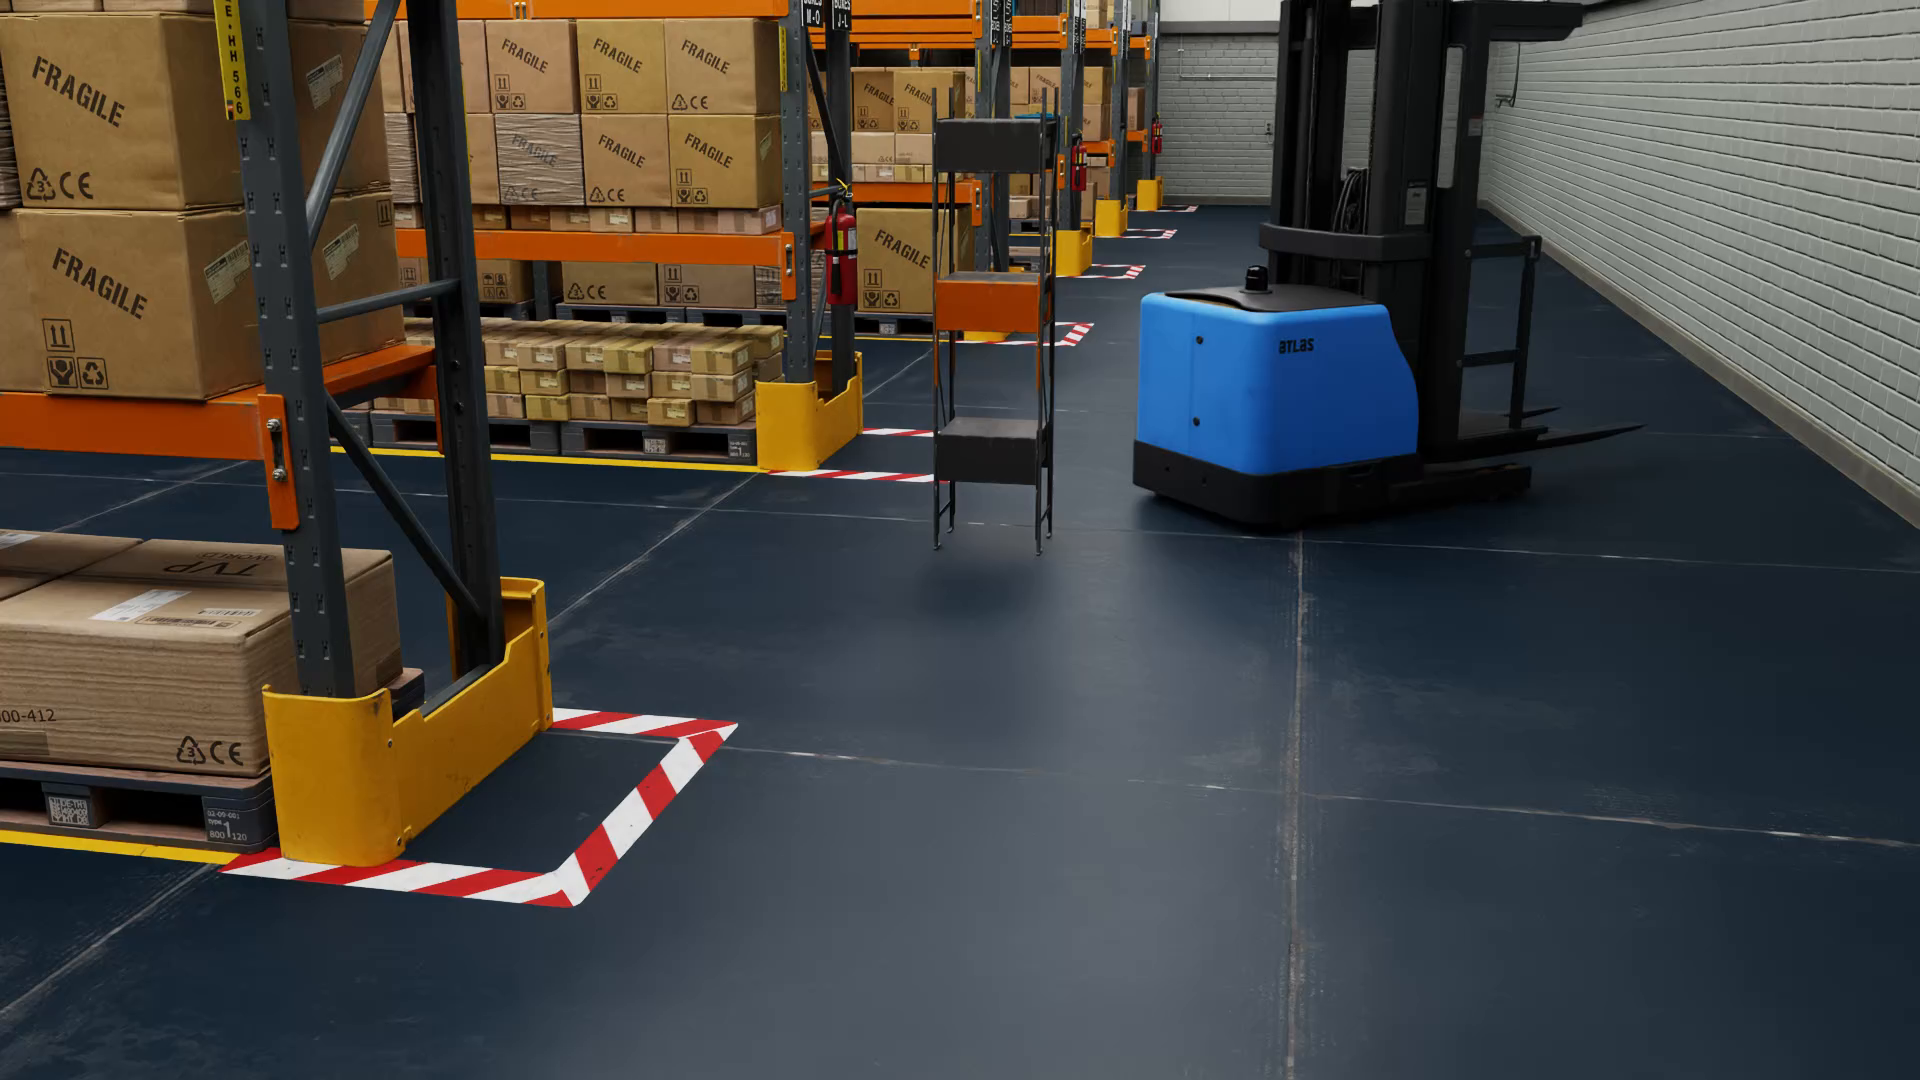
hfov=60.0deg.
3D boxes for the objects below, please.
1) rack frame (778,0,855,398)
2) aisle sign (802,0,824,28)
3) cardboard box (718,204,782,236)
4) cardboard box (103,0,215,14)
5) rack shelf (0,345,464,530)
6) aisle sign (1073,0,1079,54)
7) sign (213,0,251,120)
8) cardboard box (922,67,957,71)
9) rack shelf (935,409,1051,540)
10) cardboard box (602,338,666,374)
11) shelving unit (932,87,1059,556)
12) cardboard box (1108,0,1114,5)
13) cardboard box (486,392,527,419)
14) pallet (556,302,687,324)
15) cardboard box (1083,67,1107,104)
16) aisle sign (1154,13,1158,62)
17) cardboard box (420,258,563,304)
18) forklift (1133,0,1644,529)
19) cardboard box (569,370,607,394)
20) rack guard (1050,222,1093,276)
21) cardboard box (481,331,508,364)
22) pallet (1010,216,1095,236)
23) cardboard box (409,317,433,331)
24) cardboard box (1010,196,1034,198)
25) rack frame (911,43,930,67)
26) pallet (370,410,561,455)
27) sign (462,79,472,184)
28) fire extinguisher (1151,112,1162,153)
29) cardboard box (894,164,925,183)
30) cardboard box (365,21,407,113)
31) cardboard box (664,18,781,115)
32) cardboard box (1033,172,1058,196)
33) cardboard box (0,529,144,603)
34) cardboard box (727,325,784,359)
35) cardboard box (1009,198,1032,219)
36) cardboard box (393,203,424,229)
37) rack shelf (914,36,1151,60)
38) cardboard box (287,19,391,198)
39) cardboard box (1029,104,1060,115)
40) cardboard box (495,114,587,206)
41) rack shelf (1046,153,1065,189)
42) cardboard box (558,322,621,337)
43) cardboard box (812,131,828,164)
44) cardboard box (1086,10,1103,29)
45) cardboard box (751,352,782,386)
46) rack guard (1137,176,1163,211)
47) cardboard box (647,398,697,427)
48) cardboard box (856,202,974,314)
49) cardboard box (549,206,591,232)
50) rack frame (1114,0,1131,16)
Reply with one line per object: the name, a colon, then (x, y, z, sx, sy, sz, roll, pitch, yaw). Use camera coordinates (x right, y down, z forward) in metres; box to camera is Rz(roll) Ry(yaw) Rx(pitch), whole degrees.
rack frame: (-0.807, -1.986, 9.541, 0.127, 3.000, 1.000, 3, 16, 11)
aisle sign: (-0.795, -3.156, 8.897, 0.004, 0.787, 0.394, 3, 16, 11)
cardboard box: (-1.183, -1.808, 9.370, 0.250, 0.149, 0.380, 3, 16, 11)
cardboard box: (-2.086, -1.495, 4.493, 0.250, 0.149, 0.380, 3, 16, 12)
rack shelf: (-3.654, -0.445, 5.327, 4.000, 0.370, 1.077, 3, 16, 11)
aisle sign: (1.280, -5.746, 18.246, 0.004, 0.787, 0.394, 3, 16, 11)
sign: (-1.816, -1.216, 4.151, 0.005, 0.325, 0.100, 3, 16, 11)
cardboard box: (-0.247, -6.458, 23.628, 0.500, 0.500, 0.500, 3, 16, 9)
rack shelf: (0.162, -0.315, 7.870, 0.480, 0.518, 0.431, 3, 16, 11)
cardboard box: (-1.890, -1.072, 9.681, 0.250, 0.149, 0.380, 3, 16, 10)
shelving unit: (0.162, -1.003, 7.680, 0.503, 2.100, 0.431, 3, 16, 11)
cardboard box: (2.470, -9.118, 27.572, 0.500, 0.500, 0.500, 3, 16, 11)
cardboard box: (-2.649, -0.838, 9.952, 0.250, 0.149, 0.380, 3, 16, 12)
pallet: (-2.910, -2.086, 15.126, 1.213, 0.211, 1.003, 3, 16, 11)
cardboard box: (1.767, -6.351, 23.240, 0.500, 0.500, 0.500, 3, 16, 11)
aisle sign: (3.252, -8.336, 27.595, 0.004, 0.787, 0.394, 3, 16, 11)
cardboard box: (-4.270, -2.698, 15.306, 0.875, 0.875, 1.225, 3, 16, 11)
forklift: (2.450, -1.733, 8.758, 3.031, 2.935, 1.130, -9, 18, -29)
cardboard box: (-2.133, -0.979, 9.905, 0.250, 0.149, 0.380, 3, 16, 10)
rack guard: (1.294, -3.371, 19.225, 0.348, 0.500, 1.175, 3, 16, 11)
cardboard box: (-2.904, -1.151, 9.968, 0.250, 0.149, 0.380, 3, 16, 11)
pallet: (1.402, -4.571, 24.100, 1.213, 0.211, 1.003, 3, 16, 11)
cardboard box: (-3.300, -1.324, 10.591, 0.250, 0.149, 0.380, 2, 16, 8)
cardboard box: (0.802, -4.912, 24.433, 0.500, 0.250, 0.500, 3, 16, 11)
rack frame: (-0.678, -7.378, 29.008, 0.127, 3.000, 1.000, 3, 16, 11)
pallet: (-2.862, -0.764, 10.354, 1.213, 0.211, 1.003, 3, 16, 11)
sign: (-1.578, -1.286, 5.244, 0.005, 0.325, 0.100, 3, 16, 11)
fire extinguisher: (3.298, -6.819, 27.835, 0.183, 0.674, 0.296, 3, 16, 11)
cardboard box: (-0.389, -3.103, 14.045, 0.250, 0.149, 0.380, 3, 16, 12)
cardboard box: (-3.334, -2.726, 9.595, 0.500, 0.500, 0.500, 3, 16, 12)
cardboard box: (-1.305, -2.618, 9.208, 0.500, 0.500, 0.500, 3, 16, 10)
cardboard box: (1.552, -6.227, 28.749, 0.500, 0.500, 0.700, 3, 16, 9)
cardboard box: (-3.260, 0.292, 5.333, 0.875, 0.438, 0.875, 4, 16, 13)
cardboard box: (-1.253, -1.218, 10.208, 0.250, 0.149, 0.380, 2, 16, 9)
cardboard box: (0.751, -4.779, 23.951, 0.500, 0.250, 0.500, 3, 16, 11)
cardboard box: (-3.214, -1.919, 9.773, 0.250, 0.149, 0.380, 4, 16, 14)
rack shelf: (1.282, -8.370, 28.319, 4.000, 0.370, 1.077, 3, 16, 11)
cardboard box: (-2.108, -1.315, 5.061, 0.500, 0.500, 0.500, 3, 16, 10)
cardboard box: (1.256, -5.897, 23.472, 0.500, 0.500, 0.500, 3, 16, 12)
cardboard box: (-2.301, -2.187, 9.524, 0.500, 0.500, 0.500, 3, 16, 11)
rack shelf: (-0.692, -4.333, 19.364, 4.000, 0.370, 1.077, 3, 16, 11)
cardboard box: (-2.298, -1.256, 10.348, 0.250, 0.149, 0.380, 4, 16, 13)
cardboard box: (-1.243, -3.359, 14.224, 0.500, 0.250, 0.500, 3, 16, 9)
cardboard box: (1.702, -7.201, 23.030, 0.500, 0.250, 0.500, 3, 16, 11)
cardboard box: (-1.269, -1.052, 10.169, 0.250, 0.149, 0.380, 4, 16, 13)
rack guard: (3.265, -5.959, 28.568, 0.348, 0.500, 1.175, 3, 16, 11)
cardboard box: (-1.637, -0.775, 9.724, 0.250, 0.149, 0.380, 4, 16, 13)
cardboard box: (-0.363, -2.469, 14.481, 0.875, 0.875, 0.875, 3, 16, 11)
cardboard box: (-2.175, -1.870, 9.593, 0.250, 0.149, 0.380, 2, 16, 9)
rack frame: (2.258, -8.760, 22.760, 0.127, 3.000, 1.000, 3, 16, 11)
